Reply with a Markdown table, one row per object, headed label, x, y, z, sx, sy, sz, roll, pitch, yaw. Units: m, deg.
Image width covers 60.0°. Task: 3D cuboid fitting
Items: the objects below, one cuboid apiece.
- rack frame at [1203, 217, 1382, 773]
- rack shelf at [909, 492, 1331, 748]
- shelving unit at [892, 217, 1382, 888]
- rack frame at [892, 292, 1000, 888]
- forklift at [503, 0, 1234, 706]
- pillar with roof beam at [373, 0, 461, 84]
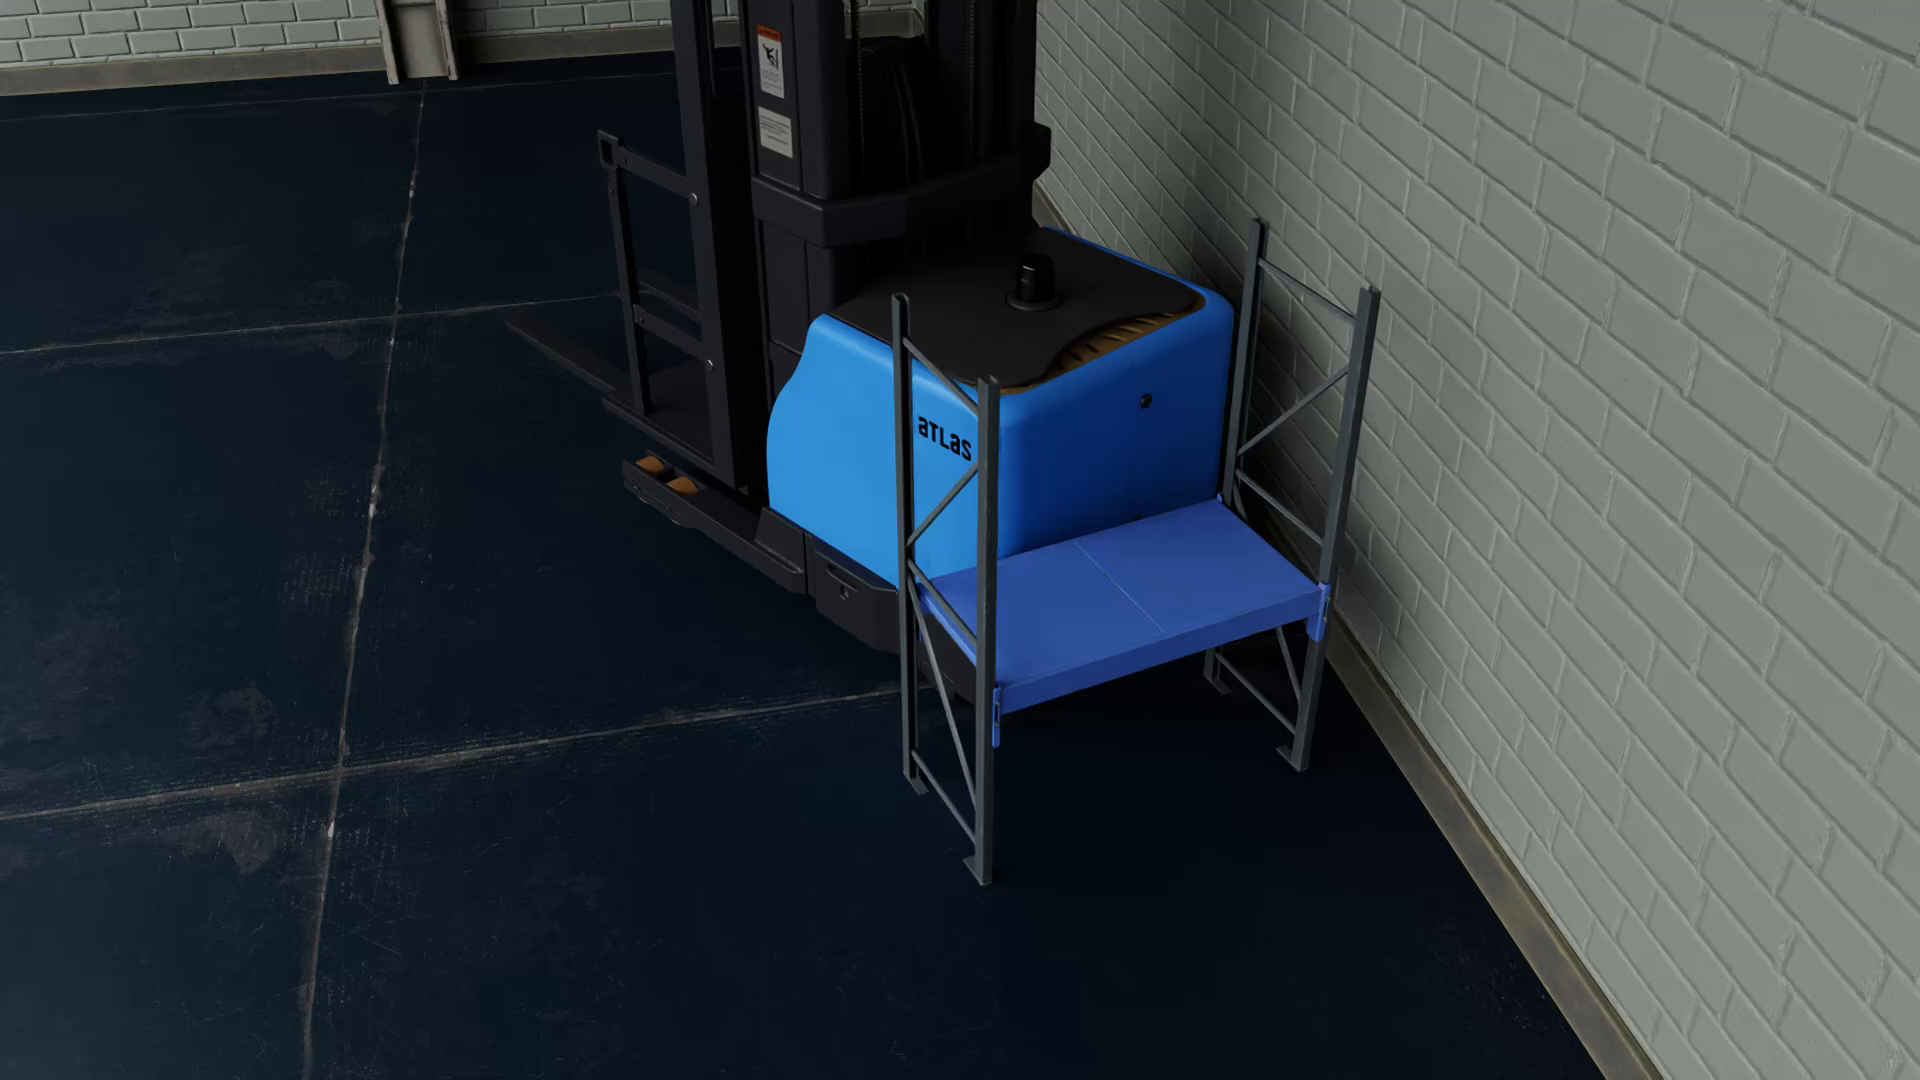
| label | x | y | z | sx | sy | sz | roll | pitch | yaw |
| --- | --- | --- | --- | --- | --- | --- | --- | --- | --- |
| rack frame | 0.874 | -0.085 | 4.531 | 0.032 | 1.500 | 0.500 | -15 | 37 | -22 |
| rack shelf | 0.418 | 0.189 | 4.445 | 1.000 | 0.185 | 0.538 | -15 | 37 | -22 |
| shelving unit | 0.418 | 0.040 | 4.345 | 1.048 | 1.500 | 0.538 | -15 | 37 | -22 |
| rack frame | -0.038 | 0.165 | 4.158 | 0.032 | 1.500 | 0.500 | -15 | 37 | -22 |
| forklift | -0.554 | -1.444 | 5.272 | 1.130 | 2.935 | 3.031 | -28 | 43 | -35 |
| pillar with roof beam | -2.226 | -4.168 | 3.886 | 0.400 | 9.000 | 9.100 | -7 | 35 | -11 |
